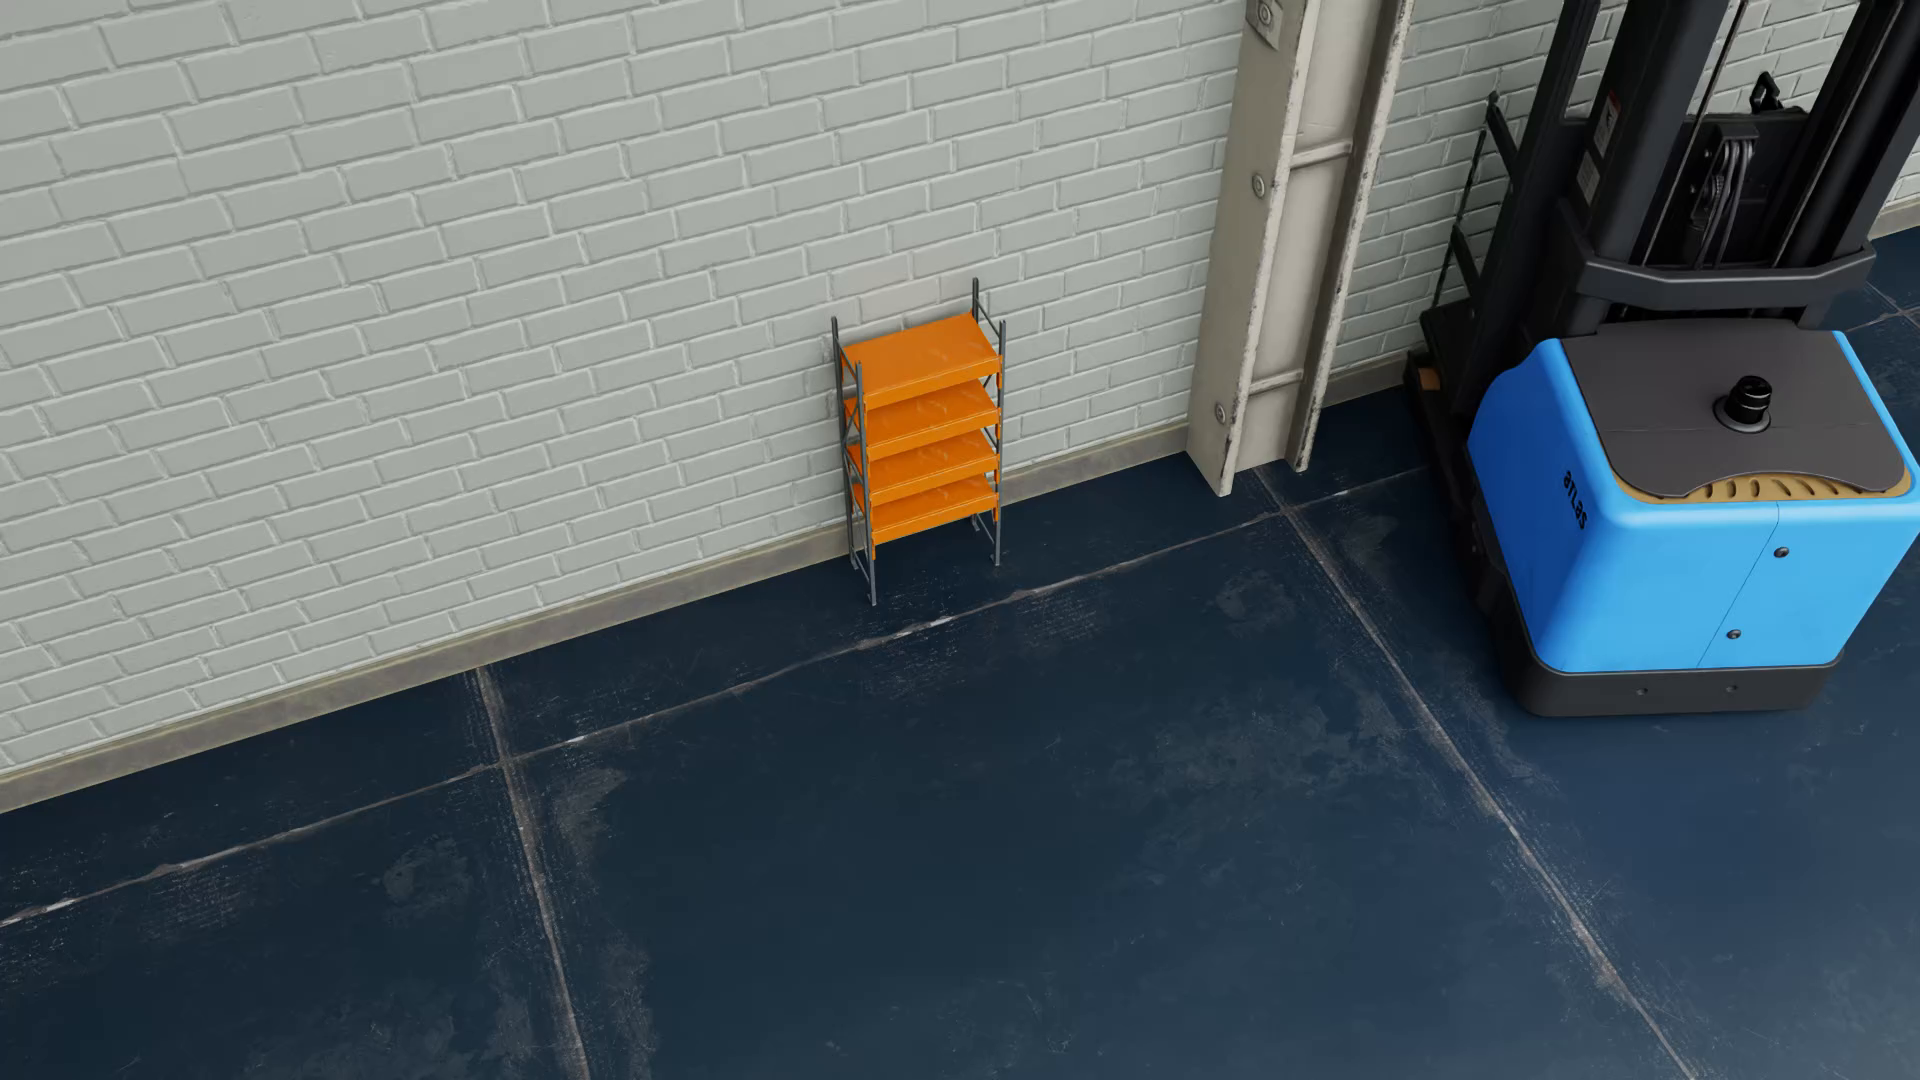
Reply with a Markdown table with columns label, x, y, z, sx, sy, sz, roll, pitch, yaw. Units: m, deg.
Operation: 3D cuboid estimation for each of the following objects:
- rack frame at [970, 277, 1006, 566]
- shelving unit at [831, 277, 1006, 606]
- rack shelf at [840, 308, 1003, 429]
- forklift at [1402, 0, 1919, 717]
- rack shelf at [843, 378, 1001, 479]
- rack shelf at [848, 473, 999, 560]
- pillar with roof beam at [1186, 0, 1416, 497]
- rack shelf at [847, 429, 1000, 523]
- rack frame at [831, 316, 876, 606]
| label | x | y | z | sx | sy | sz | roll | pitch | yaw |
| --- | --- | --- | --- | --- | --- | --- | --- | --- | --- |
| rack frame | 0.093 | -0.378 | 5.784 | 0.015 | 1.200 | 0.240 | -18 | 52 | -15 |
| shelving unit | -0.132 | -0.307 | 5.722 | 0.503 | 1.200 | 0.258 | -18 | 52 | -15 |
| rack shelf | -0.132 | -0.563 | 5.424 | 0.480 | 0.148 | 0.258 | -18 | 52 | -15 |
| forklift | 2.365 | -1.468 | 5.578 | 1.130 | 2.935 | 3.031 | -2 | 49 | -1 |
| rack shelf | -0.132 | -0.409 | 5.604 | 0.480 | 0.148 | 0.258 | -18 | 52 | -15 |
| rack shelf | -0.132 | -0.134 | 5.924 | 0.480 | 0.148 | 0.258 | -18 | 52 | -15 |
| pillar with roof beam | 2.747 | -0.238 | 0.523 | 0.400 | 9.000 | 9.100 | -17 | 52 | -14 |
| rack shelf | -0.132 | -0.263 | 5.773 | 0.480 | 0.148 | 0.258 | -18 | 52 | -15 |
| rack frame | -0.357 | -0.235 | 5.661 | 0.015 | 1.200 | 0.240 | -18 | 52 | -15 |
